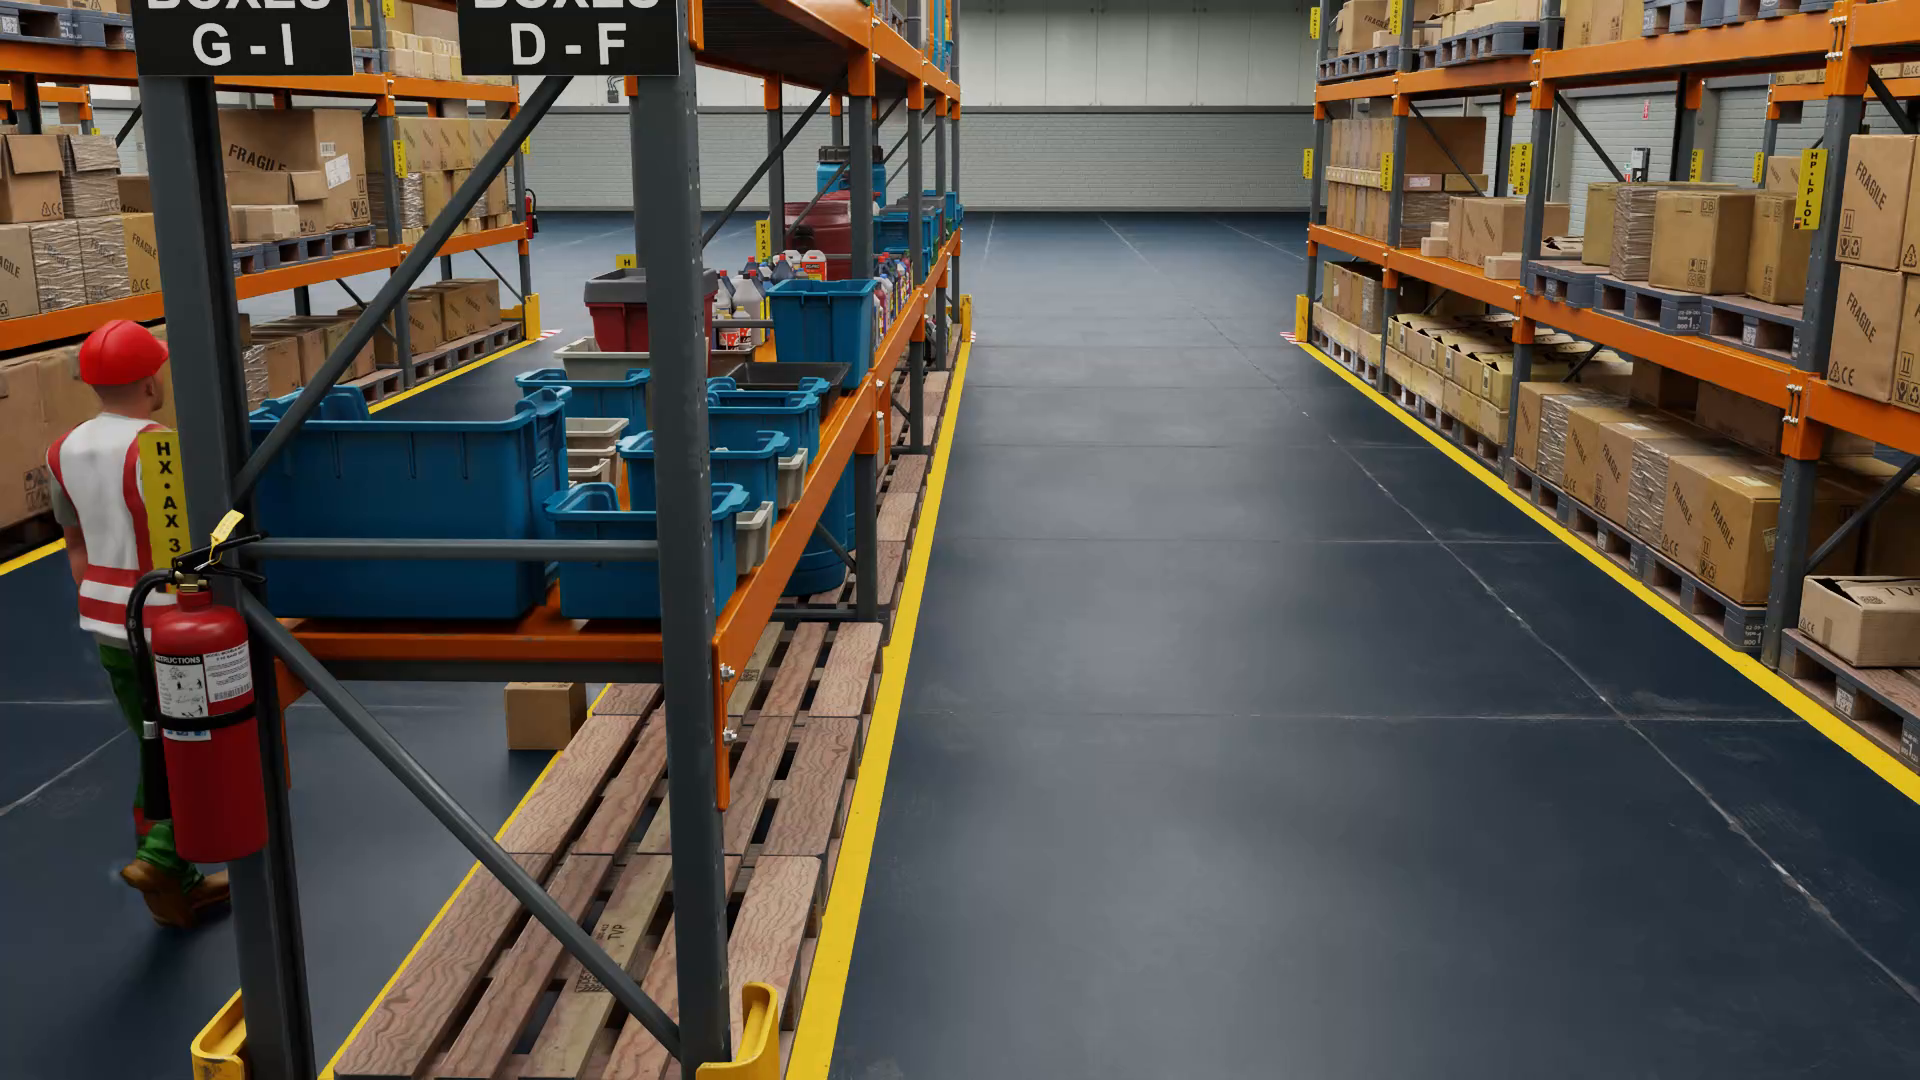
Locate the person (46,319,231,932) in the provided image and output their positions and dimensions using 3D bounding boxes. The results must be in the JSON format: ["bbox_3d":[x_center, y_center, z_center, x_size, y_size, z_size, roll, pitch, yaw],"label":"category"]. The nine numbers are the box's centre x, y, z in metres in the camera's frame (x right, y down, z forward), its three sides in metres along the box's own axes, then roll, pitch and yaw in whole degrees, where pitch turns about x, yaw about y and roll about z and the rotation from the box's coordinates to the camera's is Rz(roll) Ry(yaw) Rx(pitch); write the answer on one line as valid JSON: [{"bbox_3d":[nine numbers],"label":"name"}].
[{"bbox_3d":[-2.290,0.269,4.728,0.575,1.783,0.510,6,15,22],"label":"person"}]
